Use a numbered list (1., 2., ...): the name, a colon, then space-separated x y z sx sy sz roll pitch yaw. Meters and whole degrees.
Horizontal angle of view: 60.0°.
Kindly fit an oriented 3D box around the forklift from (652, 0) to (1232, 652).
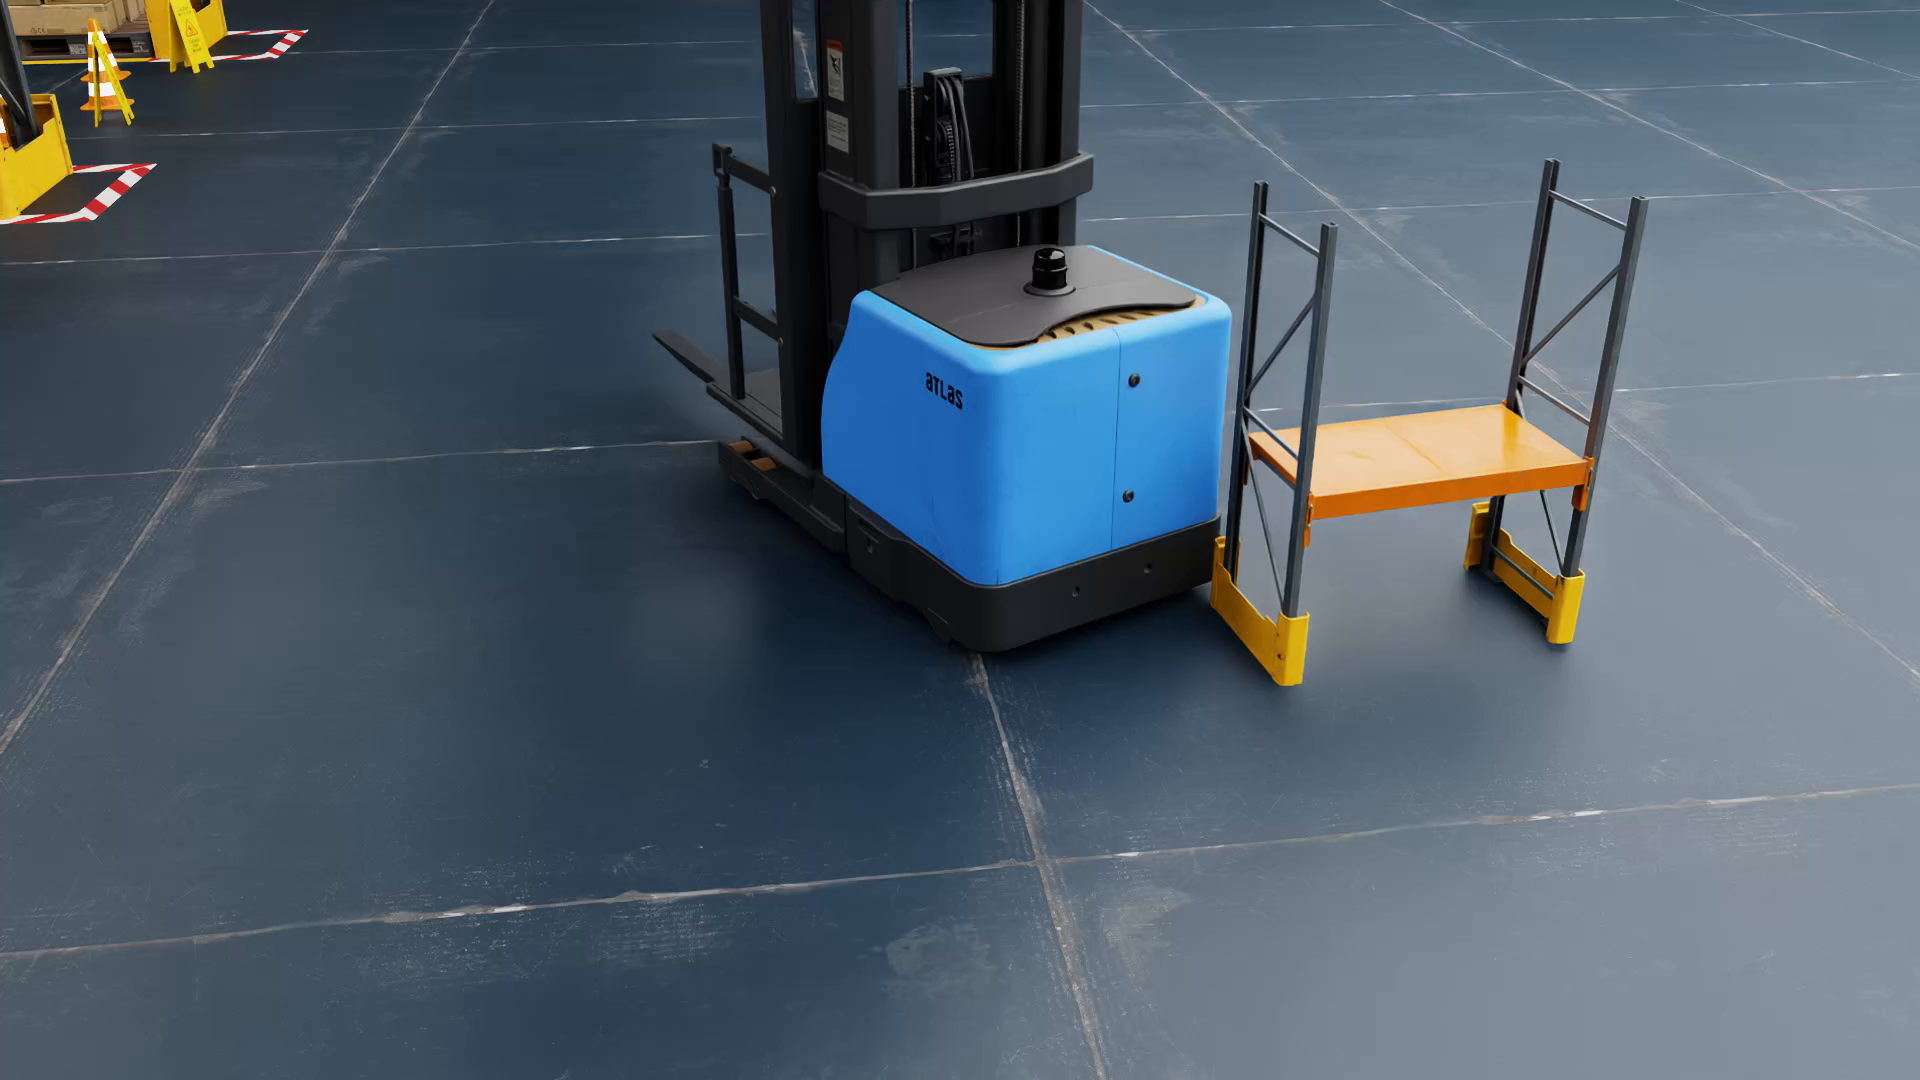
1. forklift: -0.314 -1.567 6.094 1.130 2.935 3.031 -16 31 -29

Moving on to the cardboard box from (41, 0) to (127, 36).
1. cardboard box: -7.554 -4.535 14.354 0.500 0.250 0.500 -4 27 -7

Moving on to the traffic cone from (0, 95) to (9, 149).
1. traffic cone: -6.701 -2.994 11.579 0.334 0.463 0.336 -4 27 -7

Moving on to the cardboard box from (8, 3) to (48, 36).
1. cardboard box: -8.044 -4.507 14.300 0.500 0.250 0.500 -4 27 -7

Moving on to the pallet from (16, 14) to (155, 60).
1. pallet: -7.652 -4.465 14.720 1.213 0.211 1.003 -4 27 -7

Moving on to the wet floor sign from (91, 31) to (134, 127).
1. wet floor sign: -6.224 -3.364 12.100 0.232 0.644 0.267 -8 28 -16

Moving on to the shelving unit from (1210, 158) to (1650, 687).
1. shelving unit: 1.468 -0.389 5.365 1.083 1.500 0.587 -7 28 -14

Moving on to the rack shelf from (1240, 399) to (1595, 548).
1. rack shelf: 1.477 -0.230 5.449 1.000 0.185 0.538 -7 28 -14

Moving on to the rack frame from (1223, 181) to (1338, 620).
1. rack frame: 0.987 -0.328 5.246 0.032 1.500 0.500 -7 28 -14

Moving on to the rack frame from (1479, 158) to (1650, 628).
1. rack frame: 1.966 -0.452 5.488 0.032 1.500 0.500 -7 28 -14

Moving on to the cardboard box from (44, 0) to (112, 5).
1. cardboard box: -7.524 -4.874 14.194 0.500 0.500 0.500 -4 27 -7

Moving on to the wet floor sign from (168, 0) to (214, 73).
1. wet floor sign: -6.430 -4.227 13.781 0.232 0.644 0.267 6 28 11

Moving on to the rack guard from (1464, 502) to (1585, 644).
1. rack guard: 1.948 0.106 5.769 0.087 0.250 0.587 -7 28 -14

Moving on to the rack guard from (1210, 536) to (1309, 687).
1. rack guard: 0.988 0.228 5.531 0.087 0.250 0.587 -7 28 -14

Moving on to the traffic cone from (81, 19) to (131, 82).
1. traffic cone: -7.013 -4.007 13.552 0.334 0.463 0.336 -4 27 -7

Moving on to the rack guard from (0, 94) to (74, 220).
1. rack guard: -5.953 -2.404 10.388 0.348 0.500 1.175 -4 27 -7

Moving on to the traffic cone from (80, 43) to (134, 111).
1. traffic cone: -6.522 -3.527 12.616 0.334 0.463 0.336 -4 27 -7

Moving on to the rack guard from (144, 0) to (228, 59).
1. rack guard: -6.842 -4.629 14.724 0.348 0.500 1.175 -4 27 -7

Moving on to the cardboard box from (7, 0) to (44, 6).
1. cardboard box: -8.040 -4.840 14.127 0.500 0.500 0.500 -3 27 -5

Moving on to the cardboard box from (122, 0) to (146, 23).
1. cardboard box: -7.604 -4.783 14.838 0.500 0.250 0.500 -4 27 -8

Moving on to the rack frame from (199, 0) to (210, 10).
1. rack frame: -6.767 -5.746 14.163 0.127 3.000 1.000 -4 27 -7

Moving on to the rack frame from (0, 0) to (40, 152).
1. rack frame: -5.977 -3.515 9.814 0.127 3.000 1.000 -4 27 -7
